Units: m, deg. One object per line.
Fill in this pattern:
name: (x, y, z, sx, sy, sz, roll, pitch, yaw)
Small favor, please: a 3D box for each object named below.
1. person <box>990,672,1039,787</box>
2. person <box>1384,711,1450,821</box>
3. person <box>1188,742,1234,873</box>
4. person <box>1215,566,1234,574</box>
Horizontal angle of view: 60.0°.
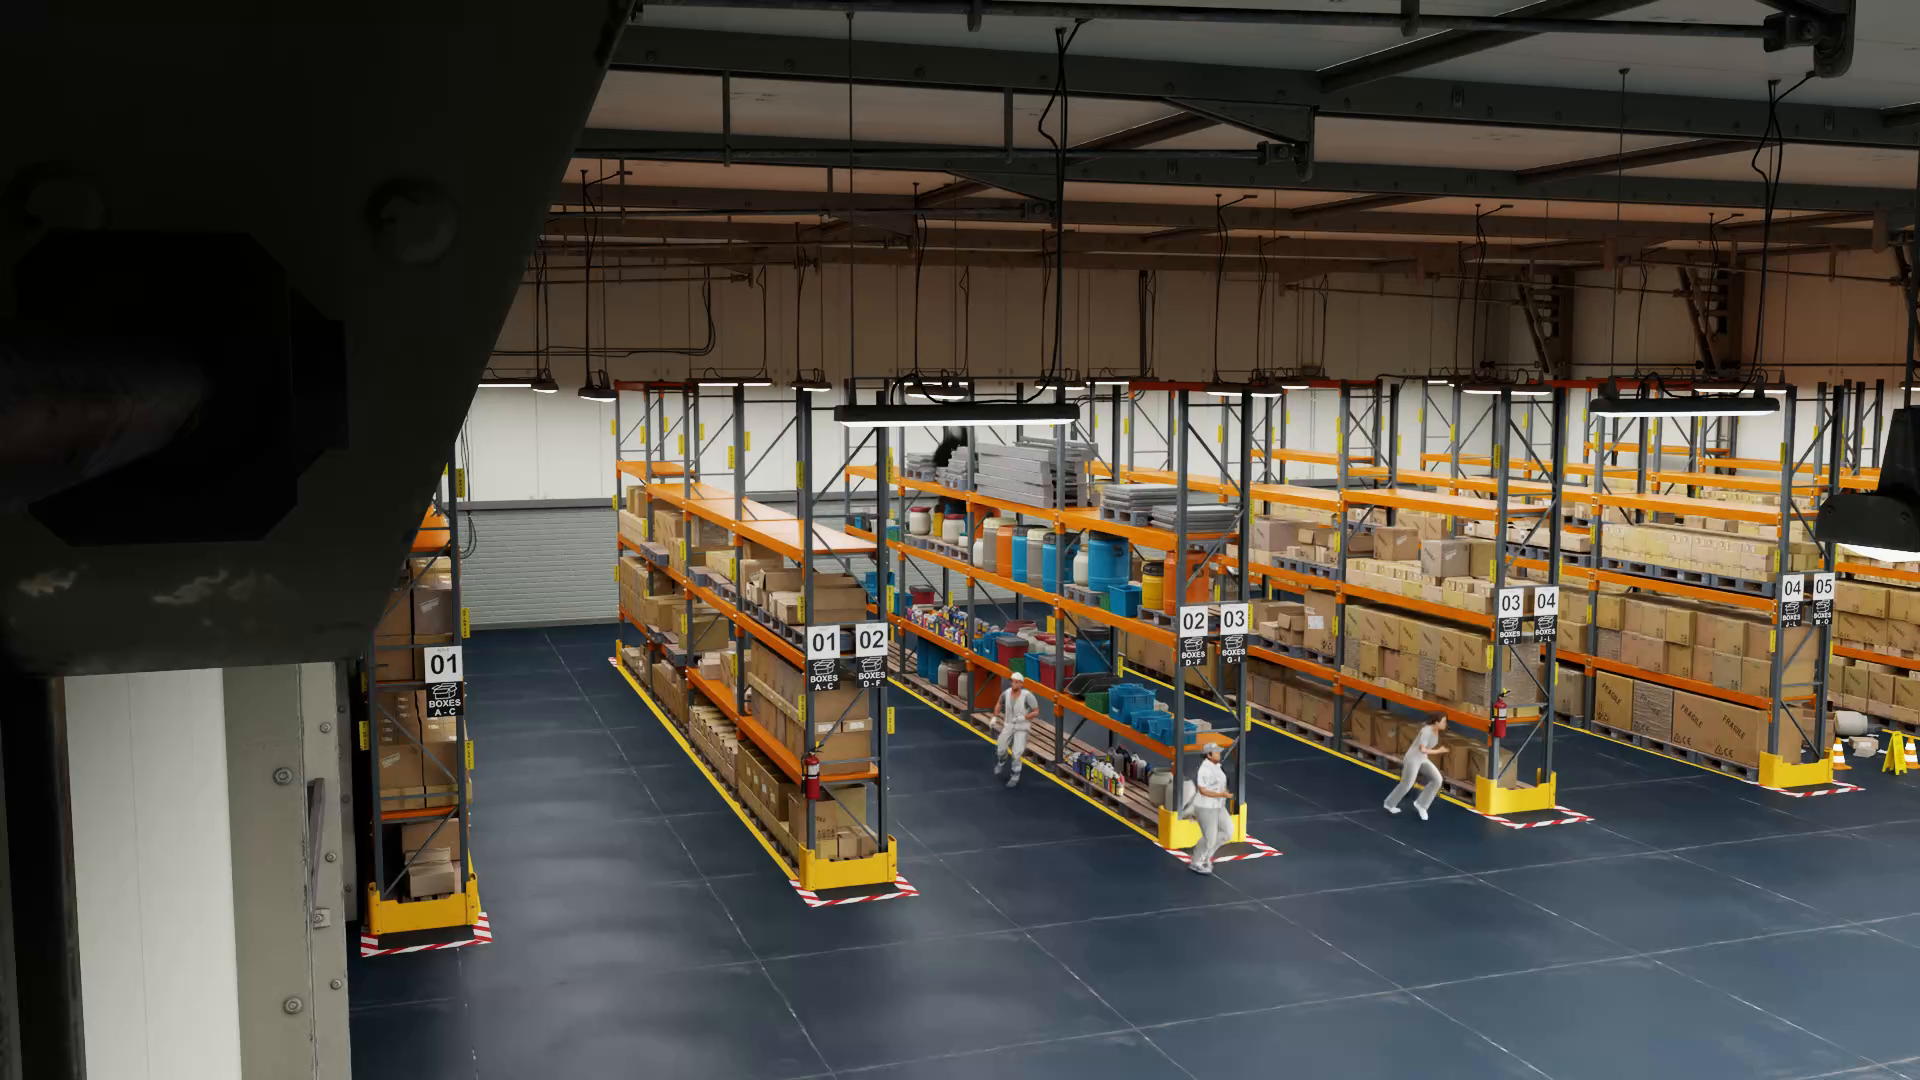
person: (0.806, 2.845, 24.996, 0.795, 1.737, 0.527, 2, 6, 15)
person: (6.387, 3.127, 23.197, 0.945, 1.564, 0.594, 4, 7, 36)
person: (3.155, 3.331, 20.687, 0.565, 1.658, 0.607, 3, 7, 27)
person: (6.465, 1.175, 41.021, 0.609, 1.651, 0.545, 4, 7, 31)
